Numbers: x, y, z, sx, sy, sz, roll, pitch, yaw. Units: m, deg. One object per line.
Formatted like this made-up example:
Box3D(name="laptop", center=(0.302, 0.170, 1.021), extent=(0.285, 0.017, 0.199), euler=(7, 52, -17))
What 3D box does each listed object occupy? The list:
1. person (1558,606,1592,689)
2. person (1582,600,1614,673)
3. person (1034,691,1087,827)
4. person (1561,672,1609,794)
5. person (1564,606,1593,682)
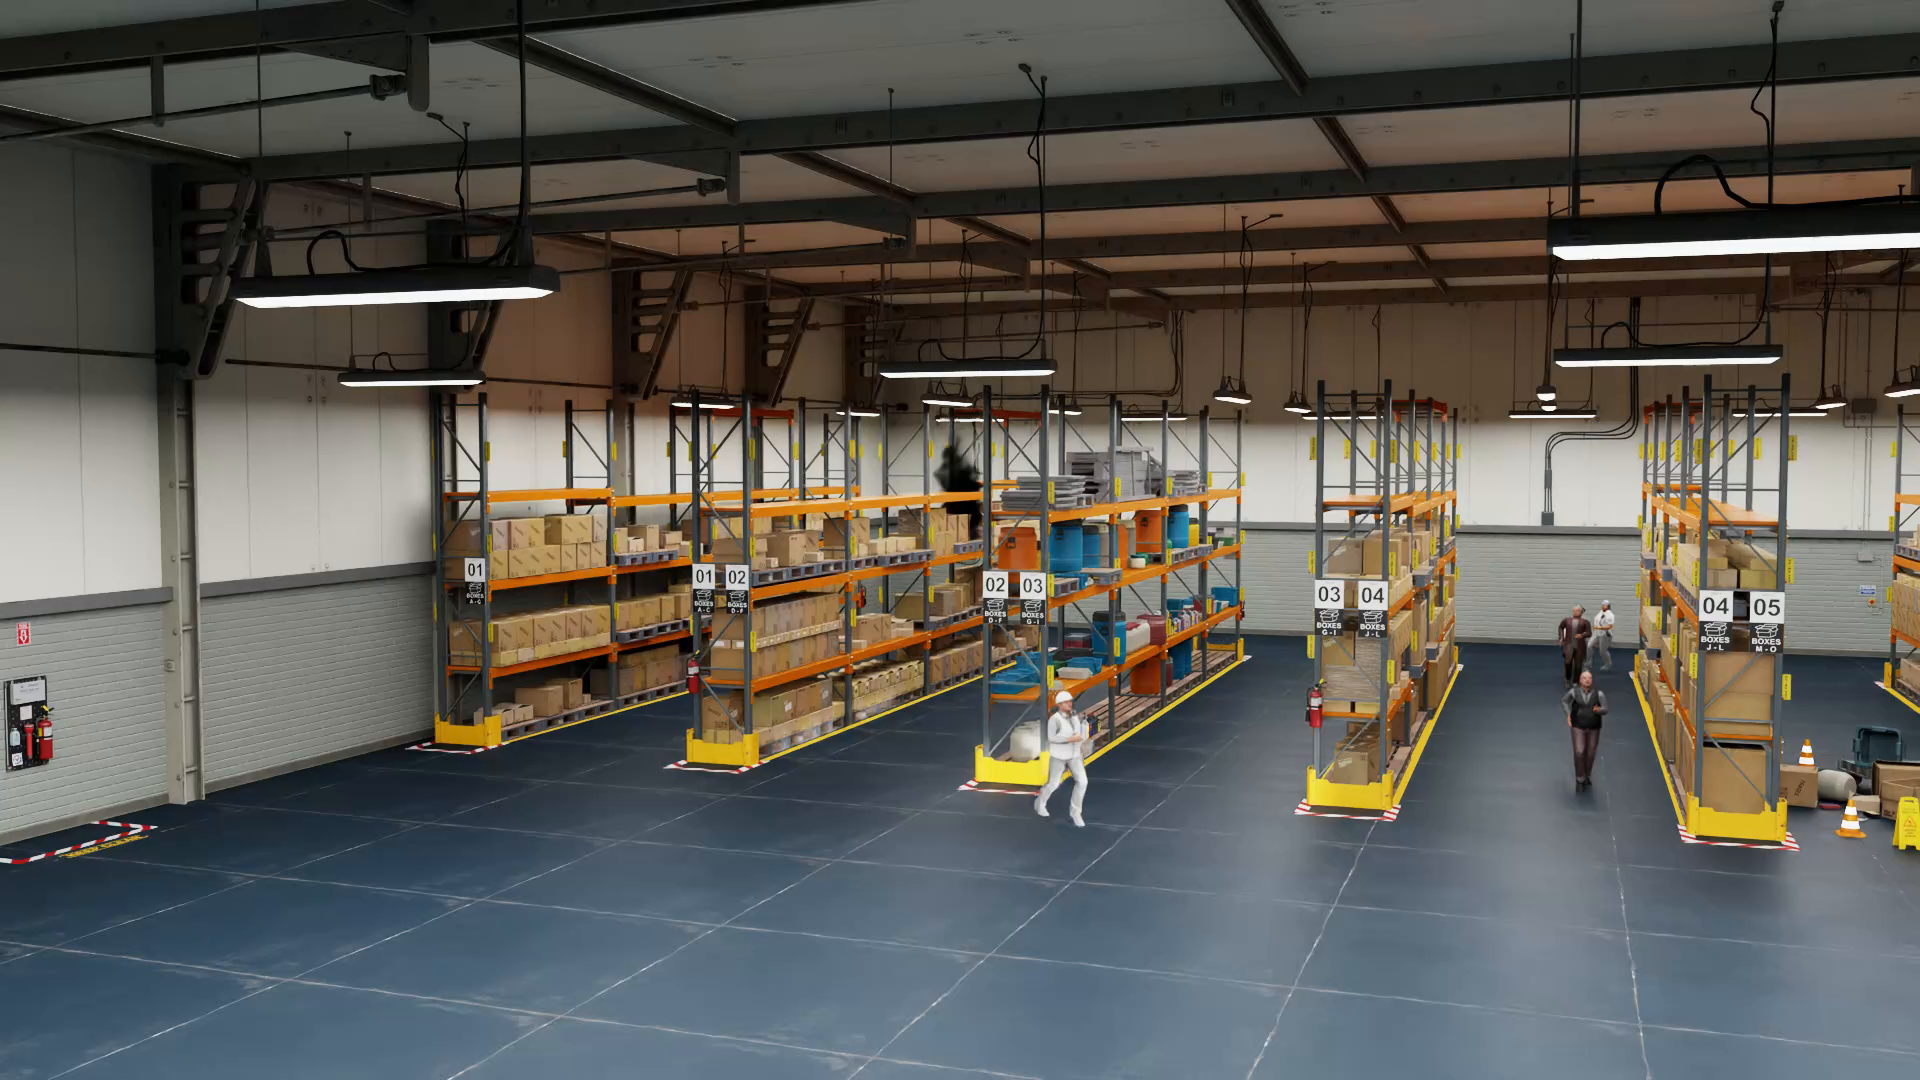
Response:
Box3D(name="person", center=(12.892, 2.261, 34.892), extent=(0.683, 1.763, 0.733), euler=(1, 3, 23))
Box3D(name="person", center=(14.504, 2.178, 37.553), extent=(0.767, 1.662, 0.601), euler=(-1, 3, -20))
Box3D(name="person", center=(1.395, 2.929, 22.377), extent=(0.661, 1.822, 0.894), euler=(-2, 4, -34))
Box3D(name="person", center=(9.237, 2.836, 24.560), extent=(0.639, 1.780, 0.731), euler=(1, 3, 12))
Box3D(name="person", center=(13.473, 2.255, 36.283), extent=(0.642, 1.657, 0.477), euler=(2, 4, 32))
